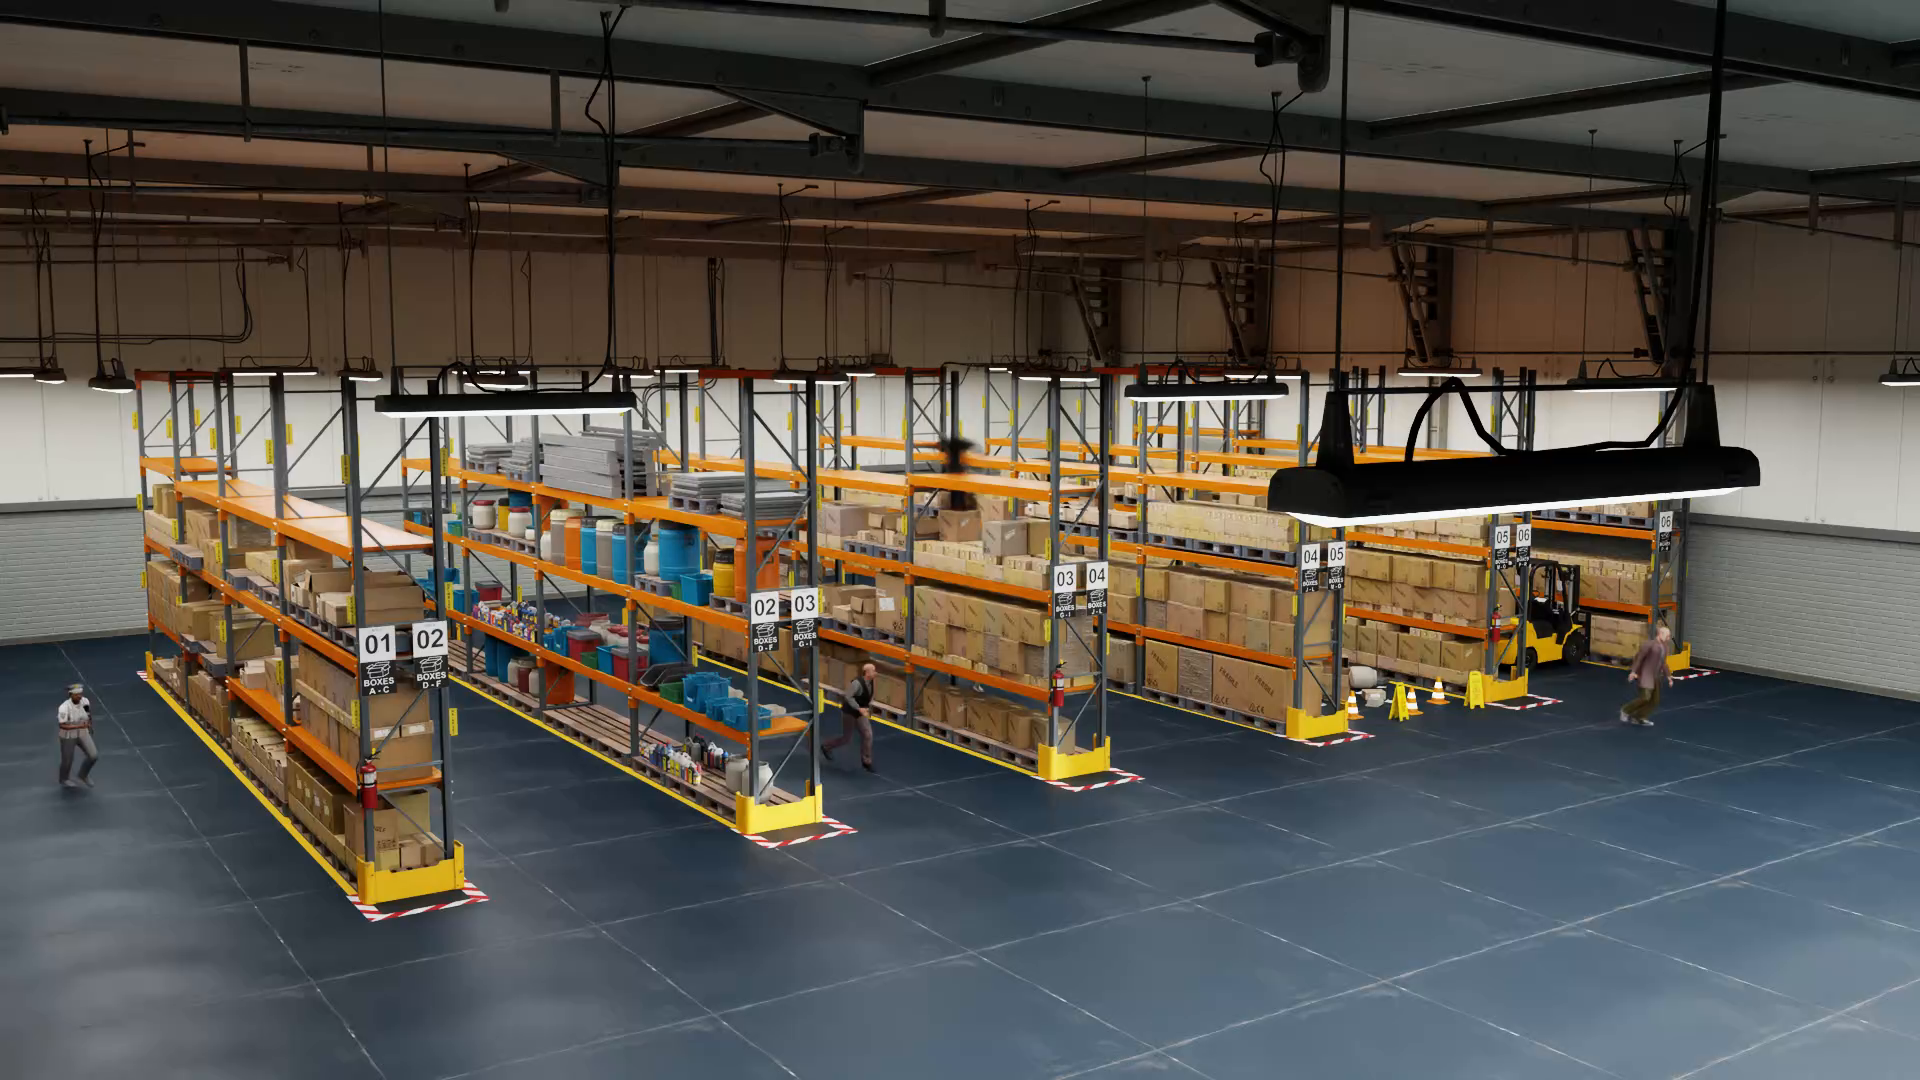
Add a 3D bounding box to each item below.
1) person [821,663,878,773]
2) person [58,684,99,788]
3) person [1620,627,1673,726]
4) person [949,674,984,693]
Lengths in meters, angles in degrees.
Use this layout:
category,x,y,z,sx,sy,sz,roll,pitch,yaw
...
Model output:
category,x,y,z,sx,sy,sz,roll,pitch,yaw
person,-1.673,2.677,25.297,1.002,1.685,0.684,3,7,24
person,-12.752,2.828,24.017,0.909,1.590,0.586,5,8,36
person,11.617,2.298,28.162,0.827,1.698,0.649,-5,8,-35
person,0.146,2.067,31.251,0.858,1.553,0.550,4,7,29
